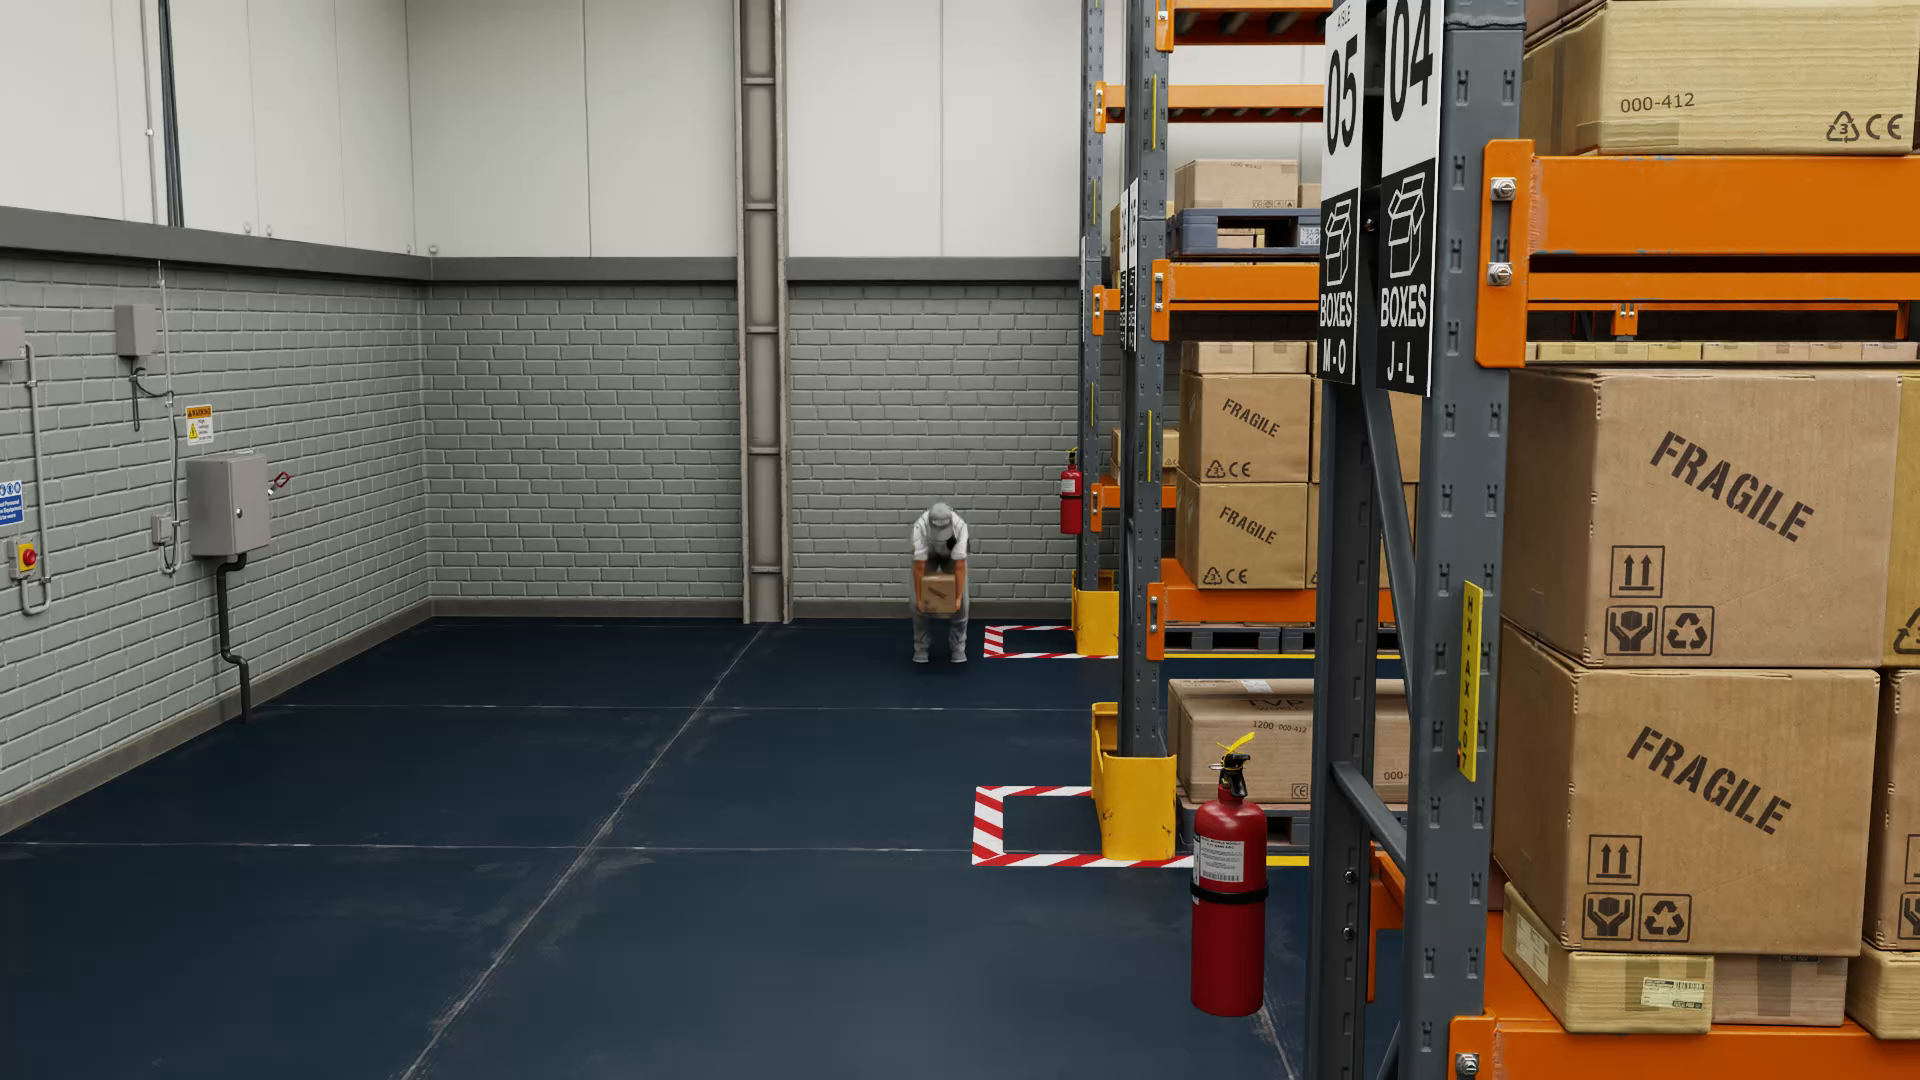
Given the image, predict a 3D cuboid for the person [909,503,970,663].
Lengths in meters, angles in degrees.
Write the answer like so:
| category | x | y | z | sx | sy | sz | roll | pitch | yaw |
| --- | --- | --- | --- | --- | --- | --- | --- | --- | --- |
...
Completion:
| category | x | y | z | sx | sy | sz | roll | pitch | yaw |
| --- | --- | --- | --- | --- | --- | --- | --- | --- | --- |
| person | -0.153 | 0.320 | 12.395 | 0.463 | 1.260 | 0.879 | 0 | 7 | 0 |
